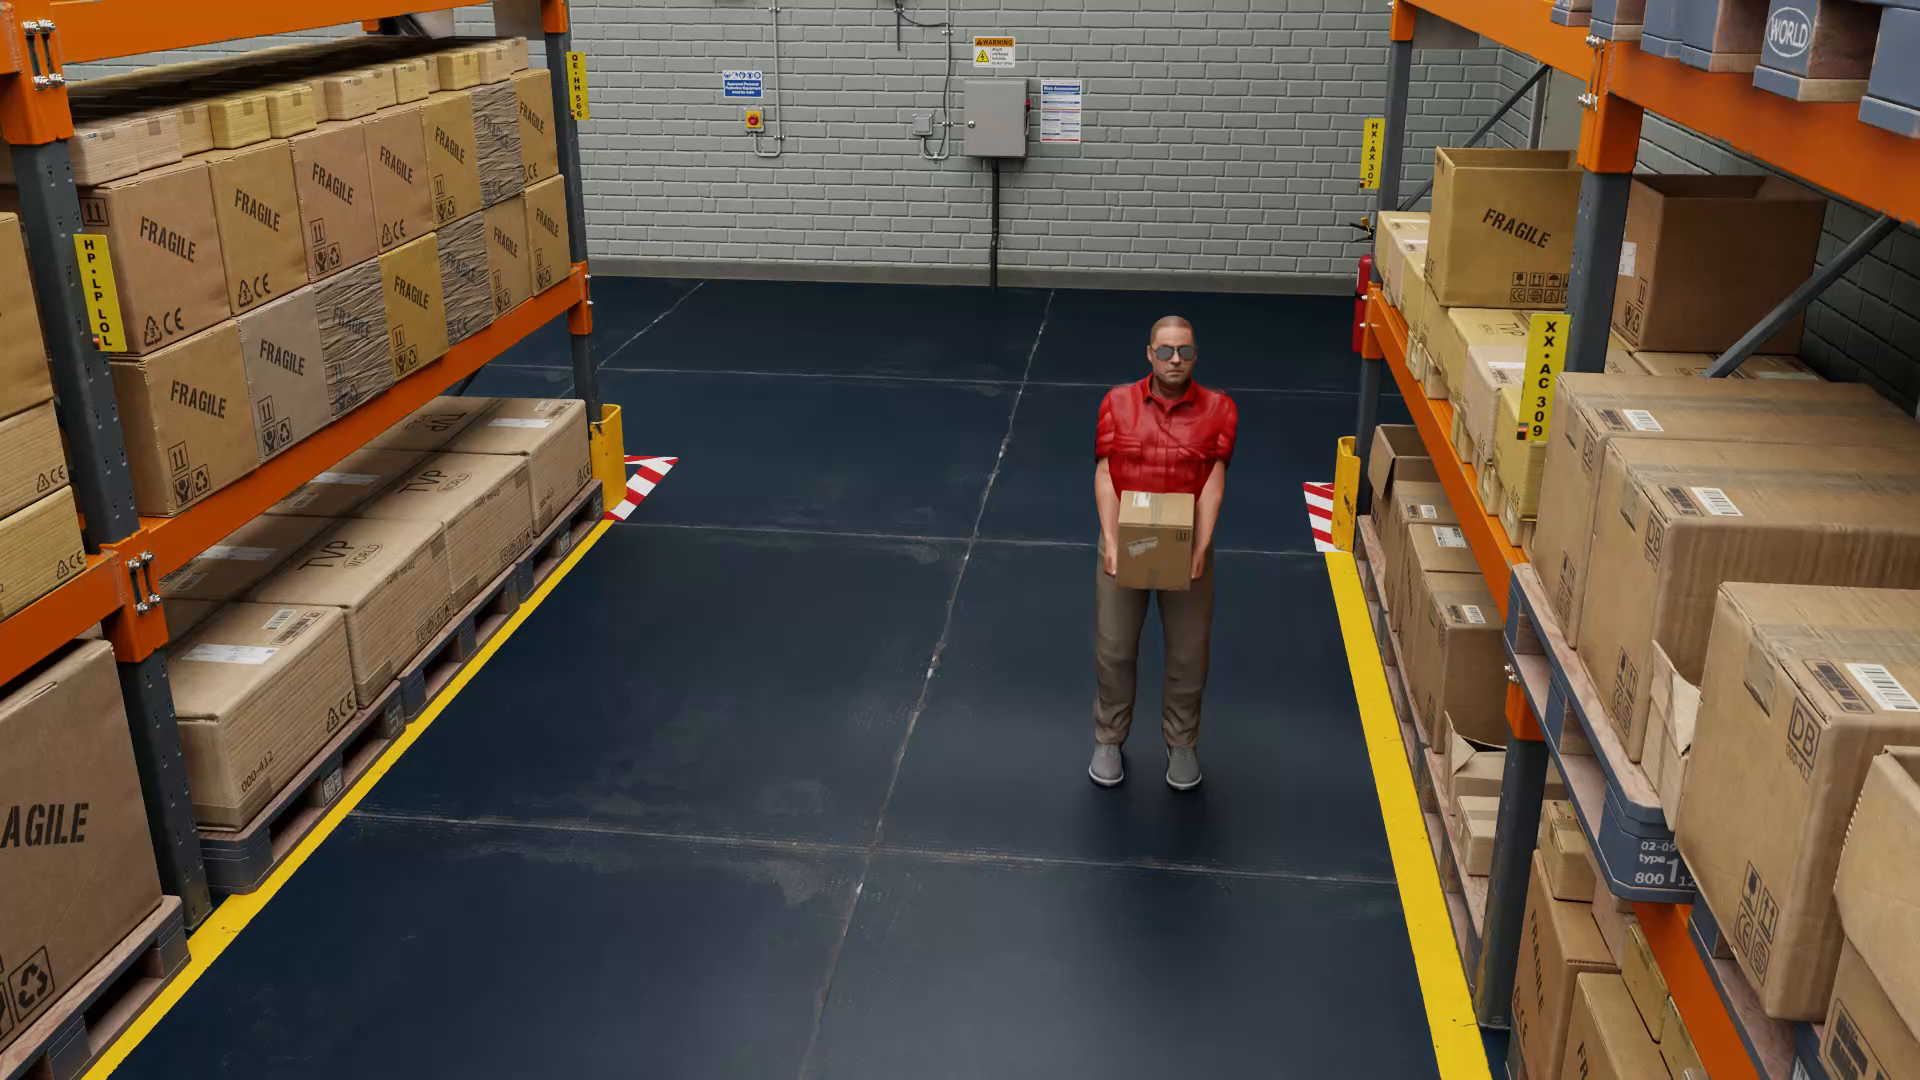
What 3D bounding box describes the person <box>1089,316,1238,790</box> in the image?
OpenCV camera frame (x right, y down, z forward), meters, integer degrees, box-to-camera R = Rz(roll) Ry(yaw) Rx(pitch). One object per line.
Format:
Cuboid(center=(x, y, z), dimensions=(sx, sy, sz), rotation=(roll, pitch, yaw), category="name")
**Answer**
Cuboid(center=(0.707, 0.086, 5.901), dimensions=(0.495, 1.715, 0.530), rotation=(3, 21, 7), category="person")
